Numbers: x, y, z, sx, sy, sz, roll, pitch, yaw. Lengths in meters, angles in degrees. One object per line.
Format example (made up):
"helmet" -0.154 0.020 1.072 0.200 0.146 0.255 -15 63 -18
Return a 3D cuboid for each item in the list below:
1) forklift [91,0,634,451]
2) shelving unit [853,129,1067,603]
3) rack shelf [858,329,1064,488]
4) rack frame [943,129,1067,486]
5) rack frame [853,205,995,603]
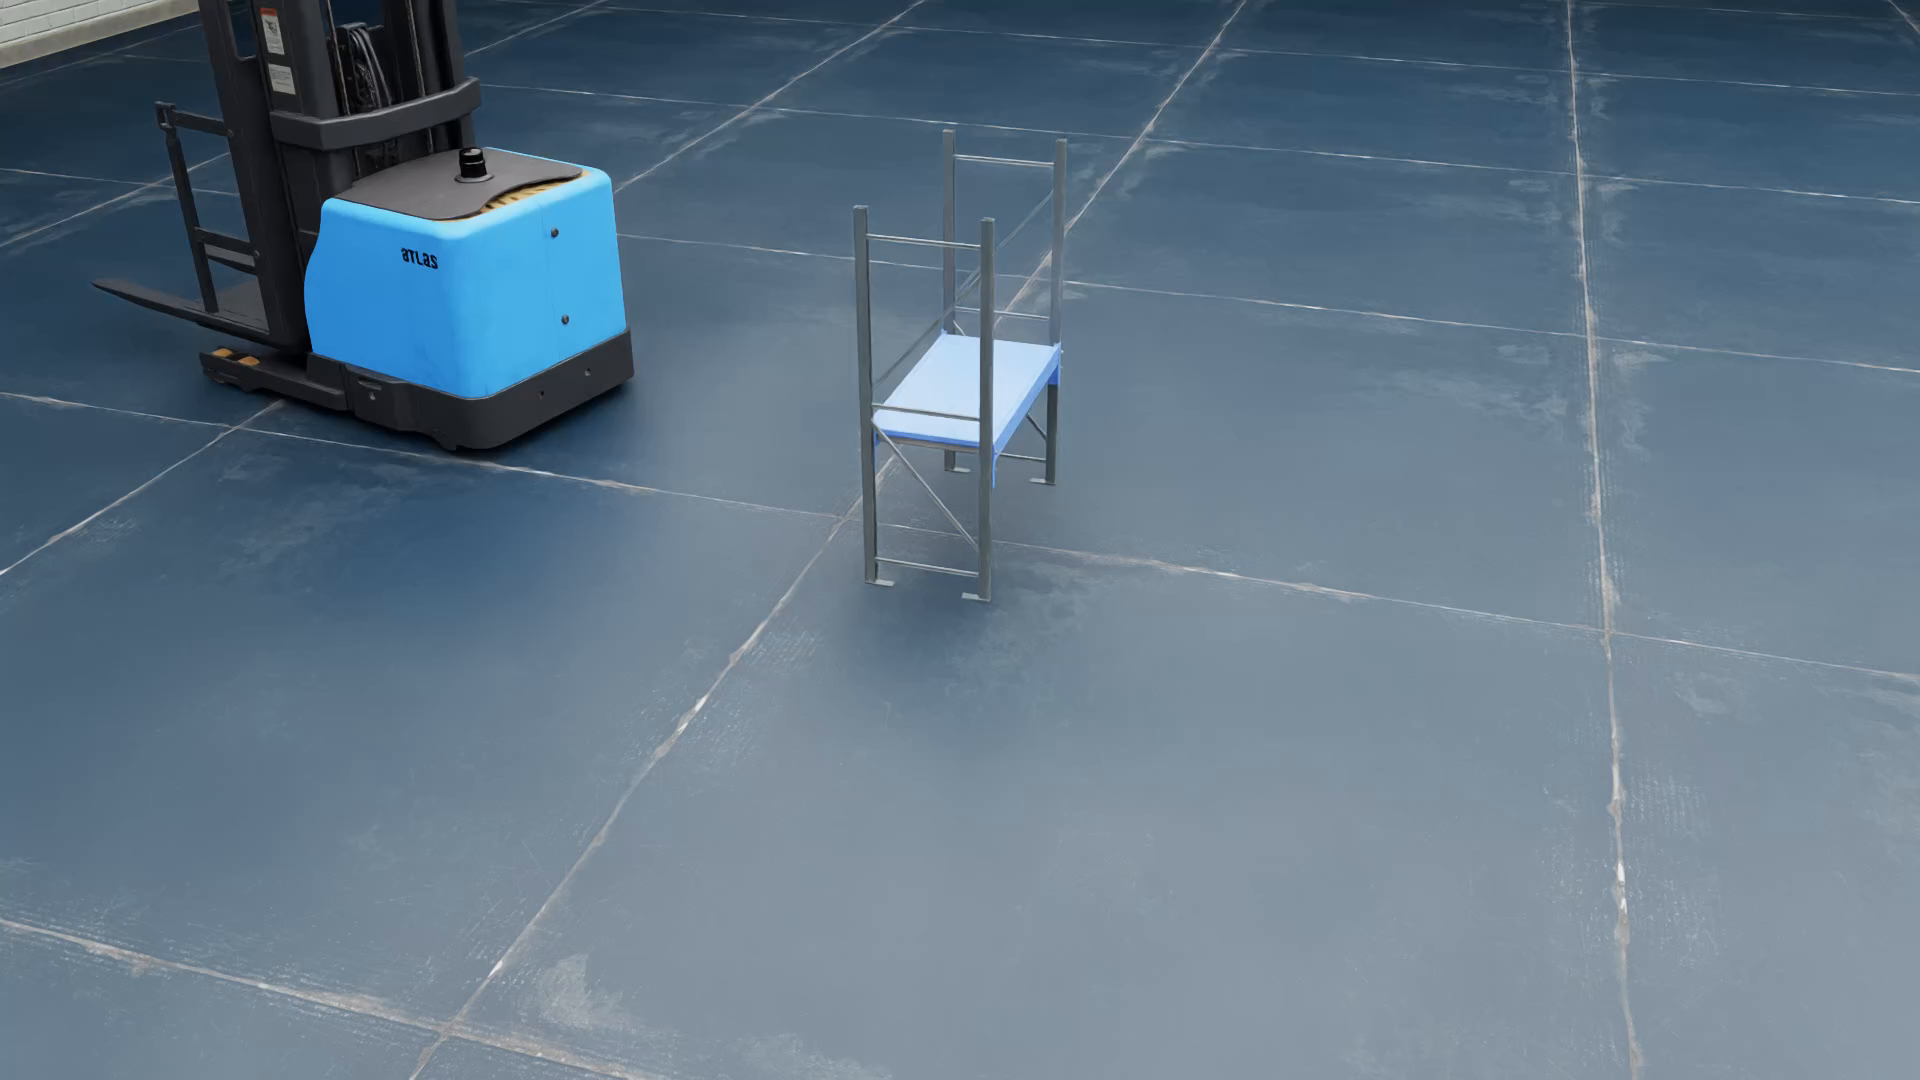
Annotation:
"forklift" -3.101 -2.199 7.687 3.031 2.935 1.130 16 33 27
"shelving unit" 0.025 -0.695 6.457 0.538 1.500 1.048 8 30 15
"rack shelf" 0.025 -0.538 6.544 0.538 0.185 1.000 8 30 15
"rack frame" 0.174 -0.931 6.881 0.500 1.500 0.032 8 30 15
"rack frame" -0.124 -0.459 6.032 0.500 1.500 0.032 8 30 15
